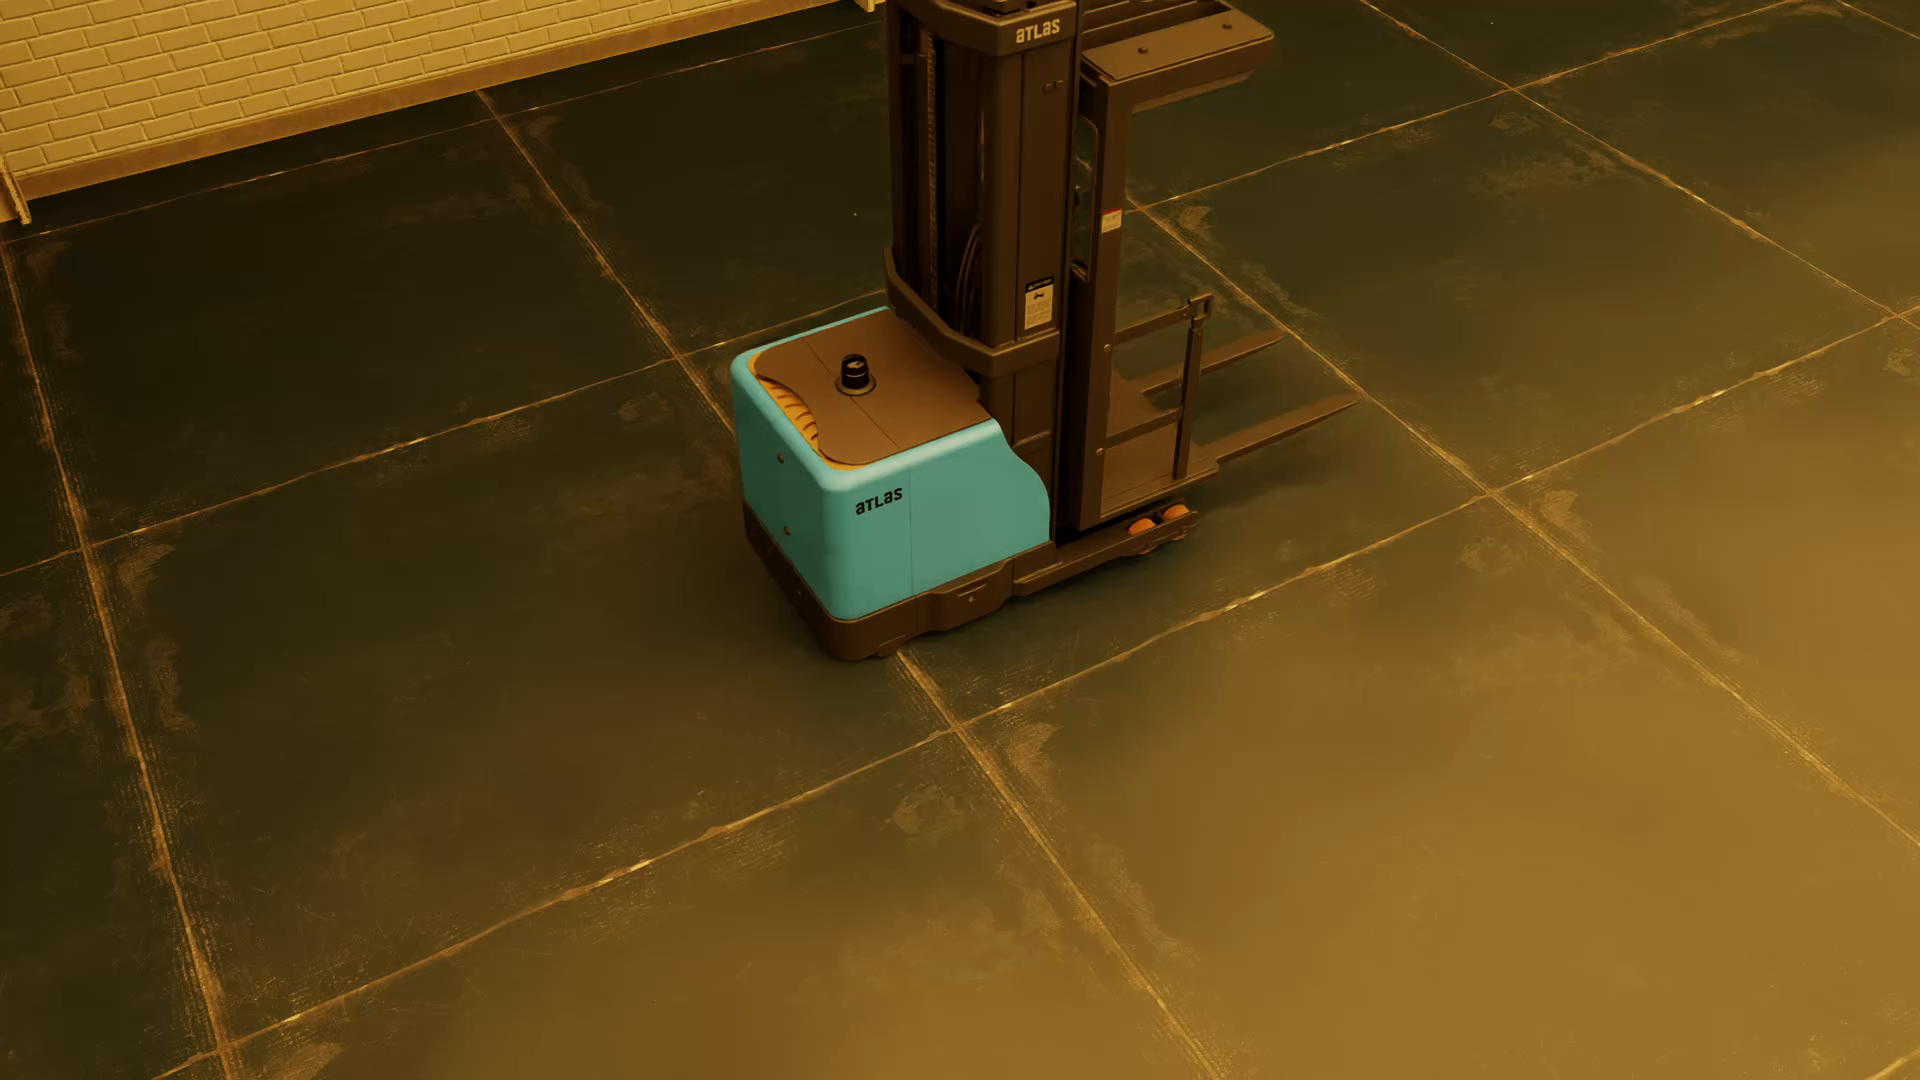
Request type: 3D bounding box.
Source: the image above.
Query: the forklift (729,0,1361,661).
[{"bbox_3d":[0.527,-1.298,7.098,3.031,2.935,1.130,-22,47,-22],"label":"forklift"}]

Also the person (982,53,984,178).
[{"bbox_3d":[0.144,-2.741,9.628,0.481,1.632,0.712,-8,43,-8],"label":"person"}]
